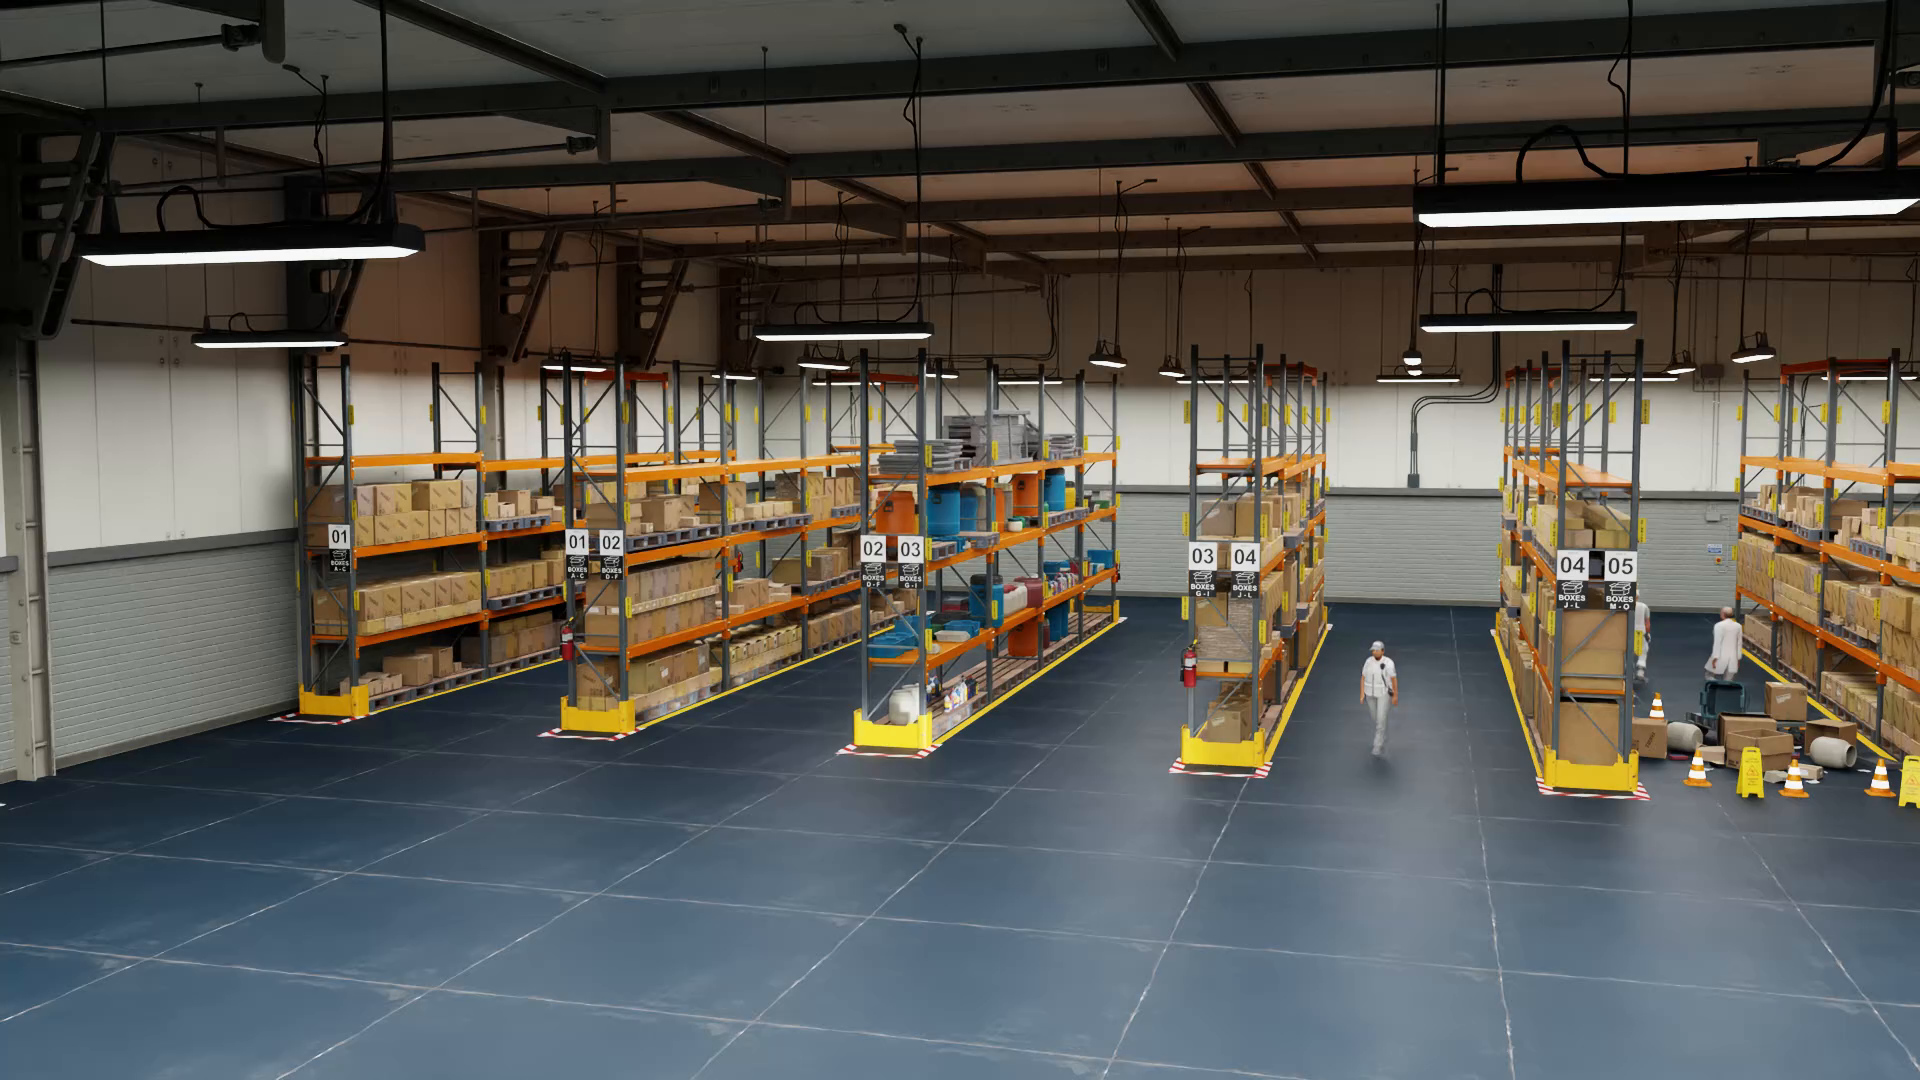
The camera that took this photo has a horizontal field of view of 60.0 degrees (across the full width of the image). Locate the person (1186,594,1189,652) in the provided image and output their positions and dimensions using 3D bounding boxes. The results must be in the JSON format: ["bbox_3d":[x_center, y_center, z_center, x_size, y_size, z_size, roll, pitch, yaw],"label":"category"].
[{"bbox_3d":[5.024,1.532,35.102,0.494,1.607,1.038,1,4,11],"label":"person"}]

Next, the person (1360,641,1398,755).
[{"bbox_3d":[6.193,2.315,24.715,0.531,1.626,0.885,4,6,43],"label":"person"}]

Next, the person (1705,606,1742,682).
[{"bbox_3d":[12.898,2.003,28.023,0.602,1.770,0.501,0,4,-5],"label":"person"}]

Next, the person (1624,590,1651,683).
[{"bbox_3d":[12.608,1.788,31.076,0.573,1.787,0.551,1,4,14],"label":"person"}]
